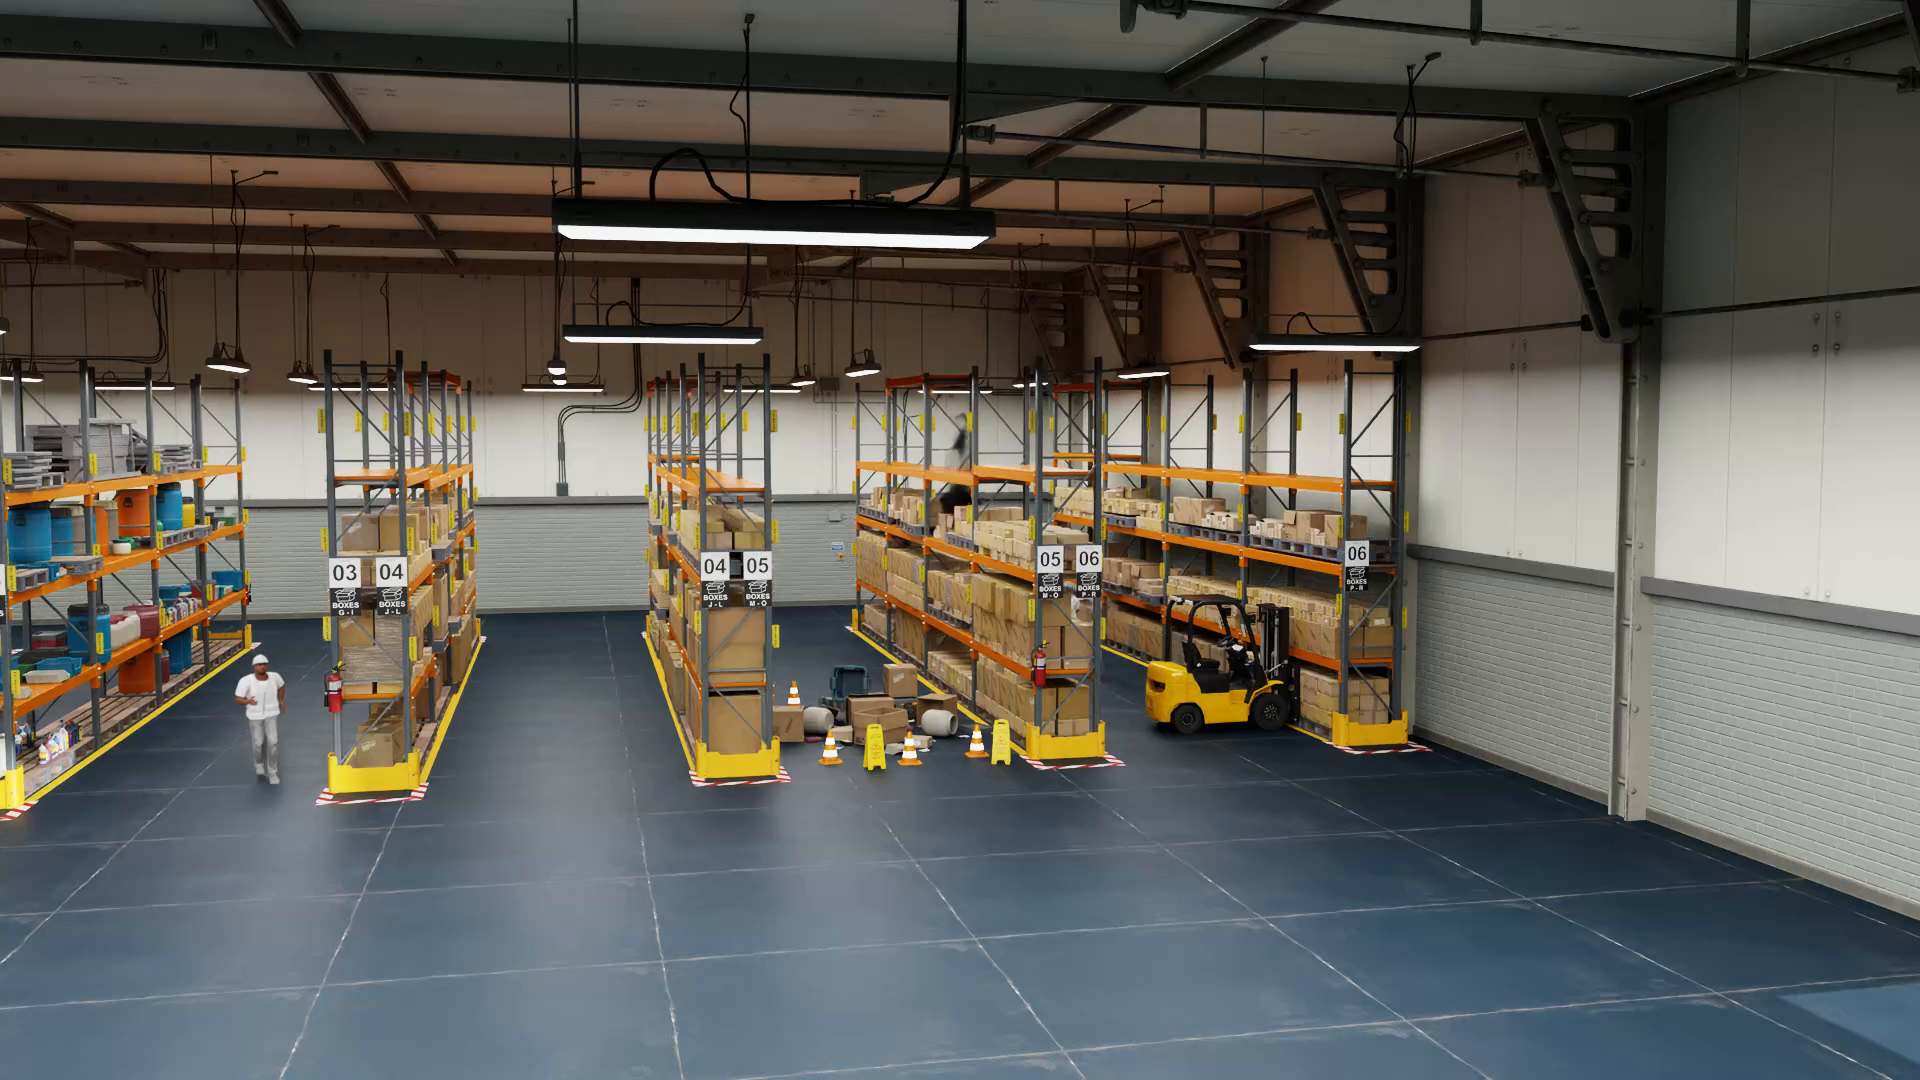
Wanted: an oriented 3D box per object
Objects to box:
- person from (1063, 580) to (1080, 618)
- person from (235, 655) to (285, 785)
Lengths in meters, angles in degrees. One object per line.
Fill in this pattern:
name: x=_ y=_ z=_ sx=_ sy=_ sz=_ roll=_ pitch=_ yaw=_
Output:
person: x=2.174 y=1.751 z=34.211 sx=0.671 sy=1.822 sz=0.901 roll=-1 pitch=4 yaw=-19
person: x=-9.768 y=2.502 z=23.254 sx=0.675 sy=1.821 sz=0.779 roll=-2 pitch=4 yaw=-27
